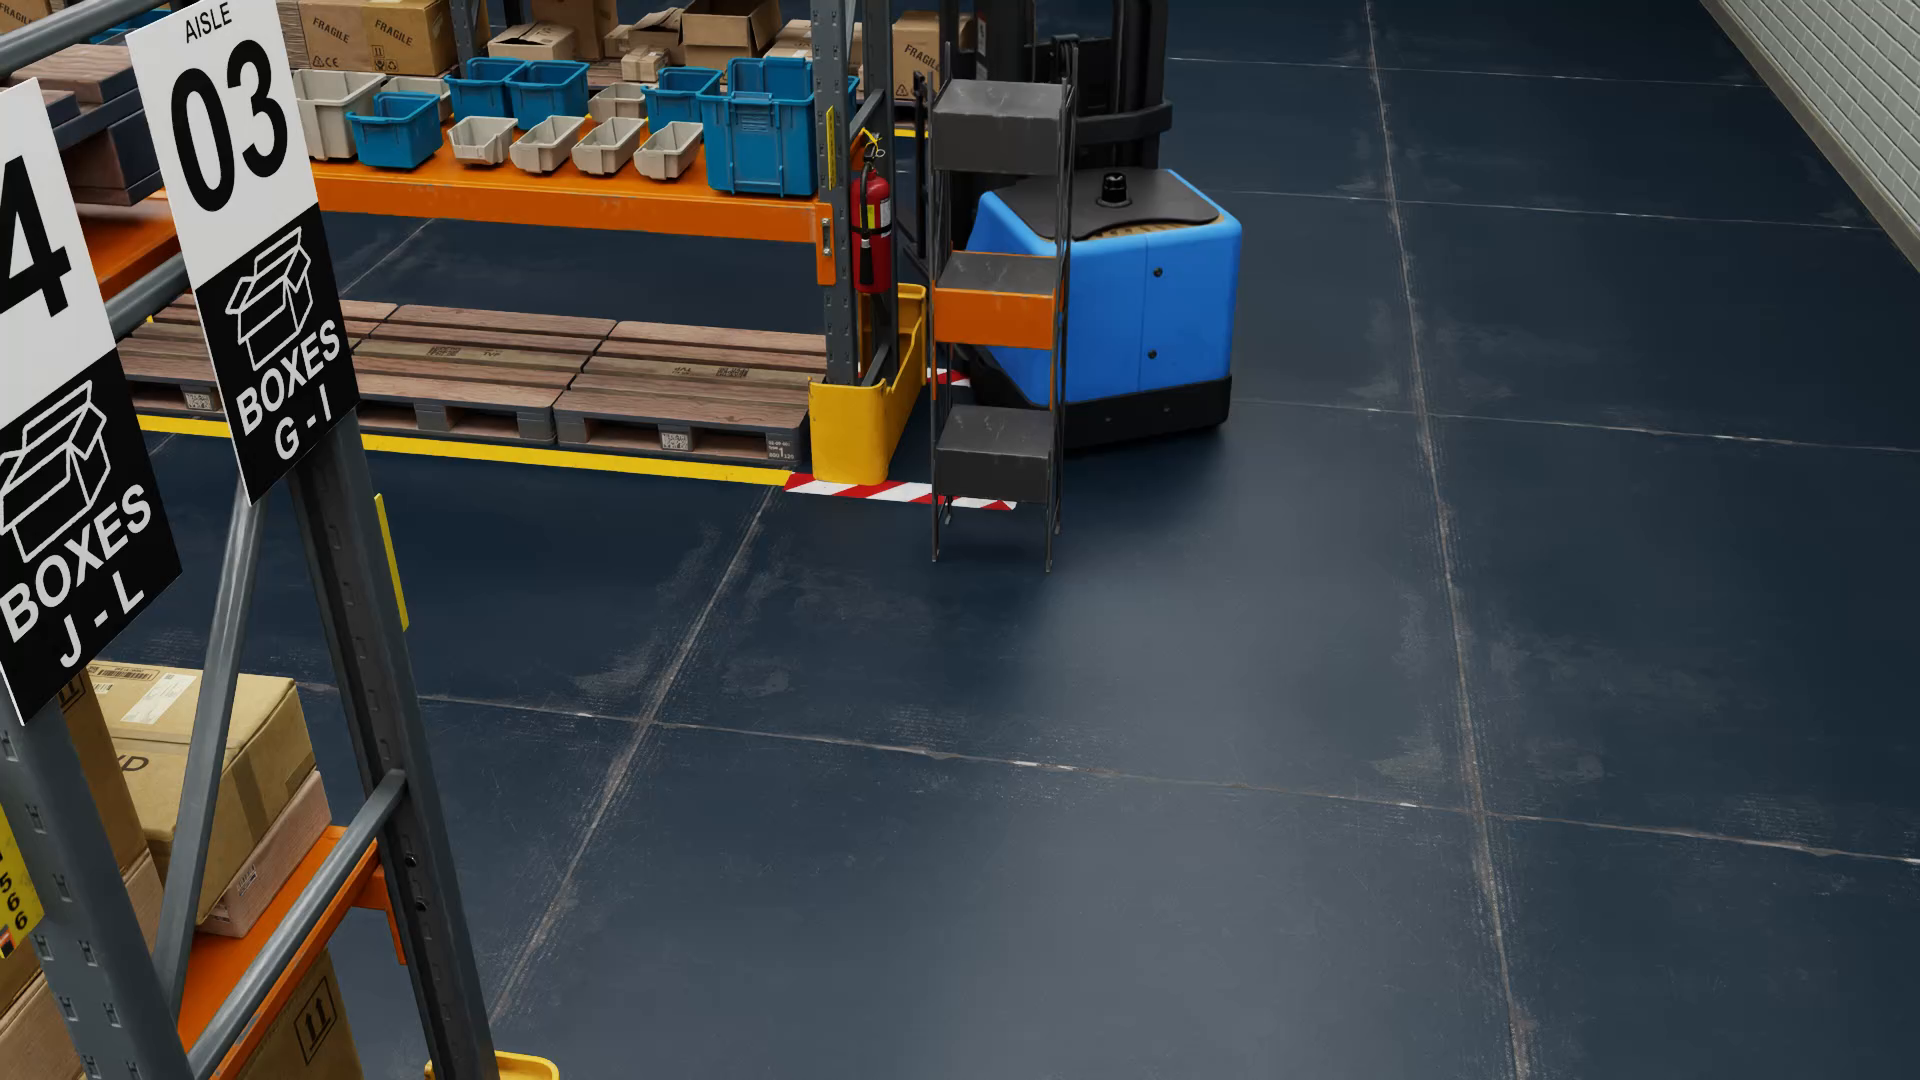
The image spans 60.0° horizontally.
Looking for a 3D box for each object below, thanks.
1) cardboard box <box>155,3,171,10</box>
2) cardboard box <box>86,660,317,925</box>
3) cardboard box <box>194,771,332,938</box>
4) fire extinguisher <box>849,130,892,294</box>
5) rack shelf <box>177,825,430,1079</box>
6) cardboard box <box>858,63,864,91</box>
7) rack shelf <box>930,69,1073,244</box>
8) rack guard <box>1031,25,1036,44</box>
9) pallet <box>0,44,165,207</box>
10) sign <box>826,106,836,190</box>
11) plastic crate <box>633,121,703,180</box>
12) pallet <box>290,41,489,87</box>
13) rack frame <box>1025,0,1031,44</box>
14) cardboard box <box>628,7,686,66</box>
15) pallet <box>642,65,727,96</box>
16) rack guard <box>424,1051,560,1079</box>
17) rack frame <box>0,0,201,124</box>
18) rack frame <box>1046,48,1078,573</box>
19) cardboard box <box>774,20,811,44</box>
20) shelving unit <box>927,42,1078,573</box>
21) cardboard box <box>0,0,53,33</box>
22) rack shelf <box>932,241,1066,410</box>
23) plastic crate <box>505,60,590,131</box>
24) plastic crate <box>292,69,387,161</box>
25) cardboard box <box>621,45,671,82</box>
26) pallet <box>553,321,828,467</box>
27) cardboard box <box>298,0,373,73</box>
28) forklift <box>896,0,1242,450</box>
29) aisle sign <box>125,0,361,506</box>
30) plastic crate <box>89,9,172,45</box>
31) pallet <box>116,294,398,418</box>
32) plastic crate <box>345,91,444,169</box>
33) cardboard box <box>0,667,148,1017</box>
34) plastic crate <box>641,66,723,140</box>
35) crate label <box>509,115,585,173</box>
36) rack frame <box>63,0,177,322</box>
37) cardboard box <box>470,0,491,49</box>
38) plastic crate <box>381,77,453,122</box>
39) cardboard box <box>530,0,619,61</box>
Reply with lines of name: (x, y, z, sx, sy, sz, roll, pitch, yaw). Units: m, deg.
cardboard box: (-6.090, -3.982, 12.725, 0.500, 0.500, 0.500, 5, 32, 8)
cardboard box: (-1.713, 0.512, 3.465, 0.500, 0.250, 0.500, 4, 32, 7)
cardboard box: (-1.580, 0.661, 3.604, 0.250, 0.149, 0.380, 6, 32, 9)
fire extinguisher: (-0.380, -1.390, 7.067, 0.183, 0.674, 0.296, 5, 32, 8)
rack shelf: (-3.257, 0.885, 3.687, 4.000, 0.370, 1.077, 5, 32, 8)
cardboard box: (-0.577, -3.410, 12.127, 0.250, 0.166, 0.380, 5, 32, 8)
rack shelf: (0.163, -1.457, 6.305, 0.480, 0.518, 0.431, 5, 32, 8)
rack guard: (0.310, -3.369, 12.161, 0.348, 0.500, 1.175, 5, 32, 8)
pallet: (-2.019, -0.536, 2.535, 1.213, 0.211, 1.003, 5, 32, 8)
sign: (-0.529, -1.612, 6.844, 0.005, 0.325, 0.100, 5, 32, 8)
plastic crate: (-1.287, -1.723, 7.368, 0.243, 0.136, 0.396, 5, 32, 8)
pallet: (-4.367, -3.650, 12.882, 1.213, 0.211, 1.003, 5, 32, 8)
rack frame: (0.385, -4.422, 11.487, 0.127, 3.000, 1.000, 5, 32, 8)
cardboard box: (-2.210, -3.856, 12.703, 0.500, 0.311, 0.500, 5, 32, 8)
pallet: (-1.675, -3.427, 12.527, 1.213, 0.211, 1.003, 5, 32, 8)
rack guard: (-1.262, 1.821, 3.870, 0.348, 0.500, 1.175, 5, 32, 8)
rack frame: (-1.286, -1.784, 1.619, 0.127, 3.000, 1.000, 5, 32, 8)
rack frame: (0.404, -0.853, 6.634, 0.015, 2.100, 0.400, 5, 32, 8)
cardboard box: (-1.089, -3.729, 12.557, 0.500, 0.250, 0.500, 5, 32, 8)
shelving unit: (0.163, -0.875, 6.669, 0.503, 2.100, 0.431, 5, 32, 8)
cardboard box: (-7.101, -4.073, 12.871, 0.500, 0.500, 0.500, 7, 33, 10)
rack shelf: (0.163, -0.864, 6.677, 0.480, 0.518, 0.431, 5, 32, 8)
plastic crate: (-1.938, -2.098, 7.876, 0.300, 0.233, 0.416, 5, 32, 8)
plastic crate: (-2.921, -1.931, 7.563, 0.530, 0.282, 0.437, 5, 32, 8)
cardboard box: (-2.327, -3.542, 12.337, 0.250, 0.166, 0.380, 5, 32, 8)
pallet: (-1.259, -0.744, 8.239, 1.213, 0.211, 1.003, 5, 32, 8)
cardboard box: (-4.579, -3.849, 12.513, 0.500, 0.500, 0.500, 5, 32, 8)
forklift: (0.346, -2.424, 8.360, 1.130, 2.935, 3.031, -10, 33, -16)
aisle sign: (-1.164, -0.494, 2.761, 0.004, 0.787, 0.394, 5, 32, 8)
plastic crate: (-3.878, -2.344, 8.126, 0.575, 0.384, 0.392, 5, 32, 8)
pallet: (-3.664, -0.961, 8.587, 1.213, 0.211, 1.003, 5, 32, 8)
plastic crate: (-2.520, -1.835, 7.456, 0.300, 0.233, 0.416, 5, 32, 8)
cardboard box: (-1.810, 0.472, 2.822, 0.500, 0.500, 0.500, 6, 32, 9)
plastic crate: (-1.289, -2.039, 7.782, 0.300, 0.233, 0.416, 5, 32, 8)
crate label: (-1.849, -1.769, 7.441, 0.243, 0.136, 0.396, 5, 32, 8)
rack frame: (-4.395, -2.189, 7.919, 0.127, 3.000, 1.000, 5, 32, 8)
cardboard box: (-3.994, -4.077, 12.877, 0.500, 0.500, 0.500, 4, 32, 6)
plastic crate: (-2.628, -2.104, 7.976, 0.466, 0.136, 0.293, 5, 32, 8)
cardboard box: (-2.949, -4.003, 12.760, 0.500, 0.500, 0.500, 5, 32, 8)
